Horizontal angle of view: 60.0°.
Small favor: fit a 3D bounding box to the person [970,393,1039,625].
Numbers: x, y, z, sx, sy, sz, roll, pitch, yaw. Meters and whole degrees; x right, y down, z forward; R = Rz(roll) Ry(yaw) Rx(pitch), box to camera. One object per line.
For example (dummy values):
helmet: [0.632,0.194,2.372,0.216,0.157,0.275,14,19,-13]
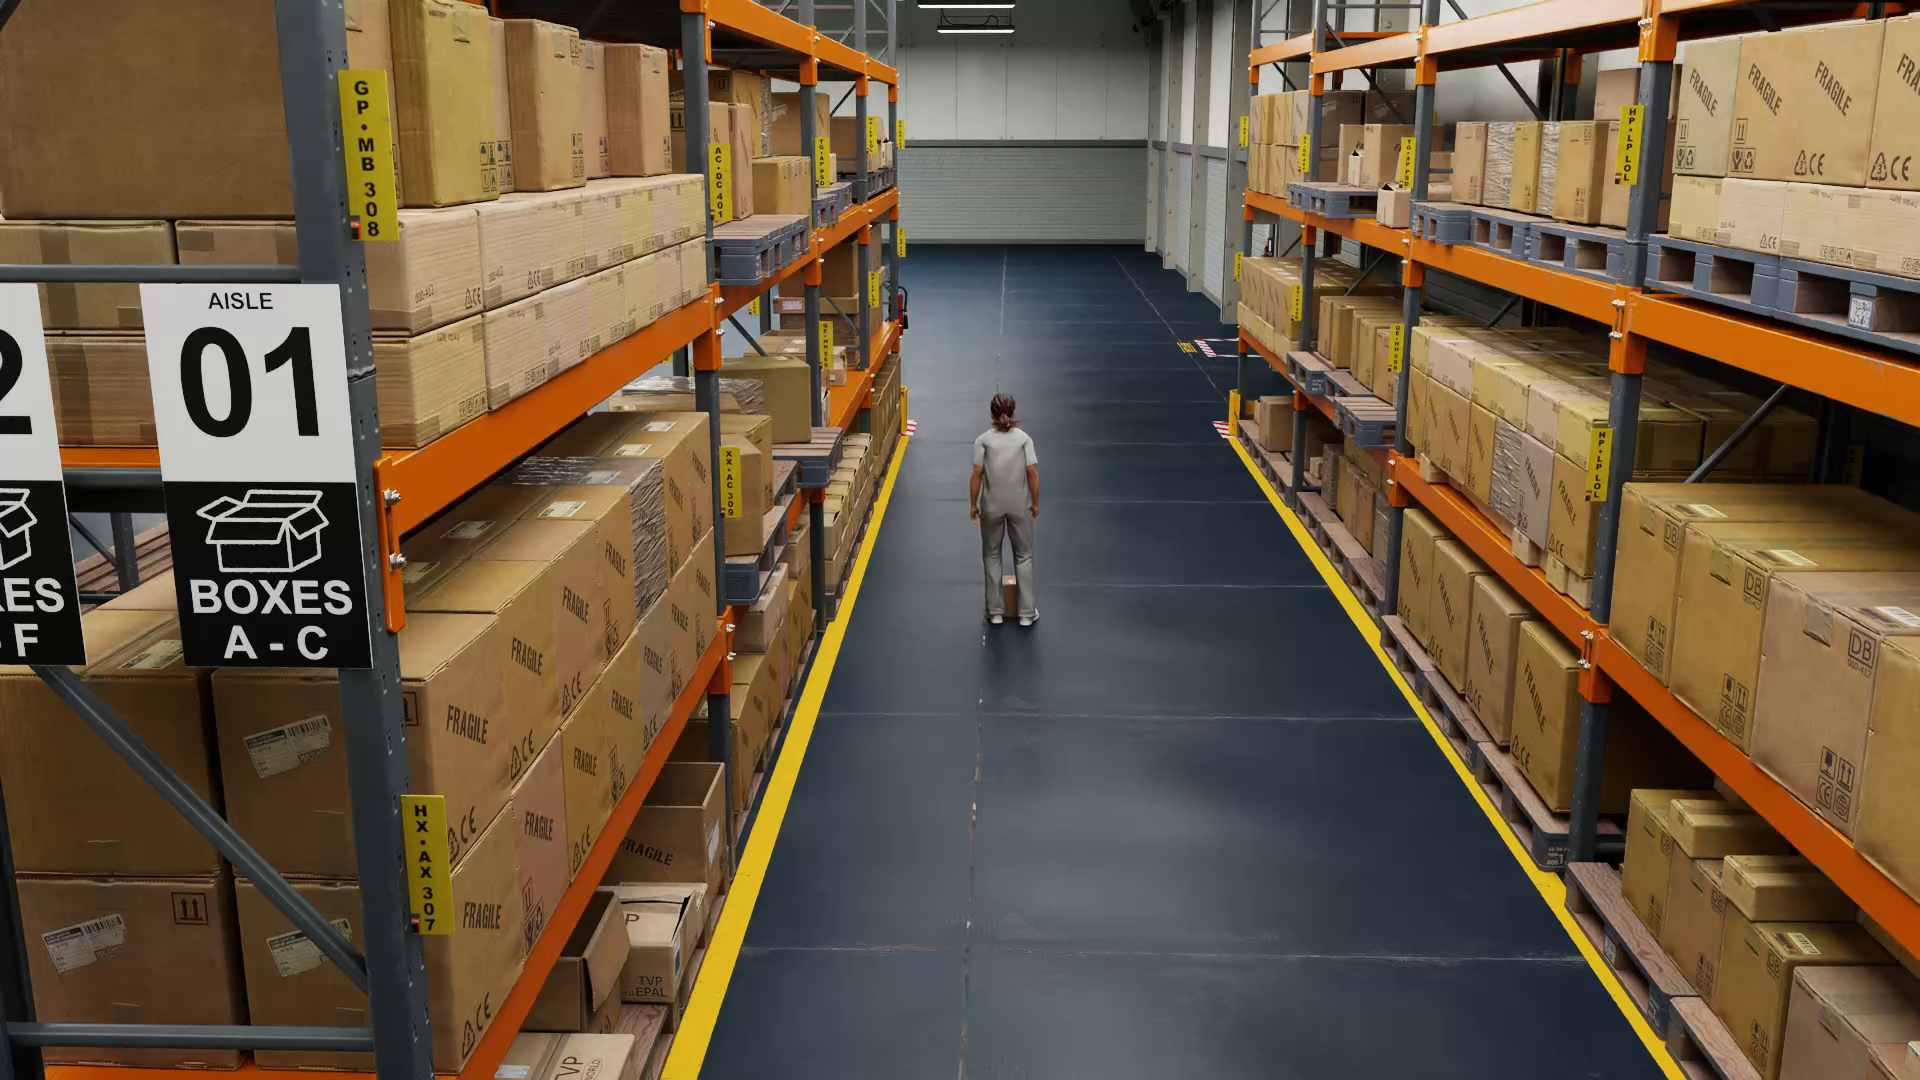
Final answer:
person: [0.324,-0.223,11.898,0.510,1.673,0.407,0,14,-1]
